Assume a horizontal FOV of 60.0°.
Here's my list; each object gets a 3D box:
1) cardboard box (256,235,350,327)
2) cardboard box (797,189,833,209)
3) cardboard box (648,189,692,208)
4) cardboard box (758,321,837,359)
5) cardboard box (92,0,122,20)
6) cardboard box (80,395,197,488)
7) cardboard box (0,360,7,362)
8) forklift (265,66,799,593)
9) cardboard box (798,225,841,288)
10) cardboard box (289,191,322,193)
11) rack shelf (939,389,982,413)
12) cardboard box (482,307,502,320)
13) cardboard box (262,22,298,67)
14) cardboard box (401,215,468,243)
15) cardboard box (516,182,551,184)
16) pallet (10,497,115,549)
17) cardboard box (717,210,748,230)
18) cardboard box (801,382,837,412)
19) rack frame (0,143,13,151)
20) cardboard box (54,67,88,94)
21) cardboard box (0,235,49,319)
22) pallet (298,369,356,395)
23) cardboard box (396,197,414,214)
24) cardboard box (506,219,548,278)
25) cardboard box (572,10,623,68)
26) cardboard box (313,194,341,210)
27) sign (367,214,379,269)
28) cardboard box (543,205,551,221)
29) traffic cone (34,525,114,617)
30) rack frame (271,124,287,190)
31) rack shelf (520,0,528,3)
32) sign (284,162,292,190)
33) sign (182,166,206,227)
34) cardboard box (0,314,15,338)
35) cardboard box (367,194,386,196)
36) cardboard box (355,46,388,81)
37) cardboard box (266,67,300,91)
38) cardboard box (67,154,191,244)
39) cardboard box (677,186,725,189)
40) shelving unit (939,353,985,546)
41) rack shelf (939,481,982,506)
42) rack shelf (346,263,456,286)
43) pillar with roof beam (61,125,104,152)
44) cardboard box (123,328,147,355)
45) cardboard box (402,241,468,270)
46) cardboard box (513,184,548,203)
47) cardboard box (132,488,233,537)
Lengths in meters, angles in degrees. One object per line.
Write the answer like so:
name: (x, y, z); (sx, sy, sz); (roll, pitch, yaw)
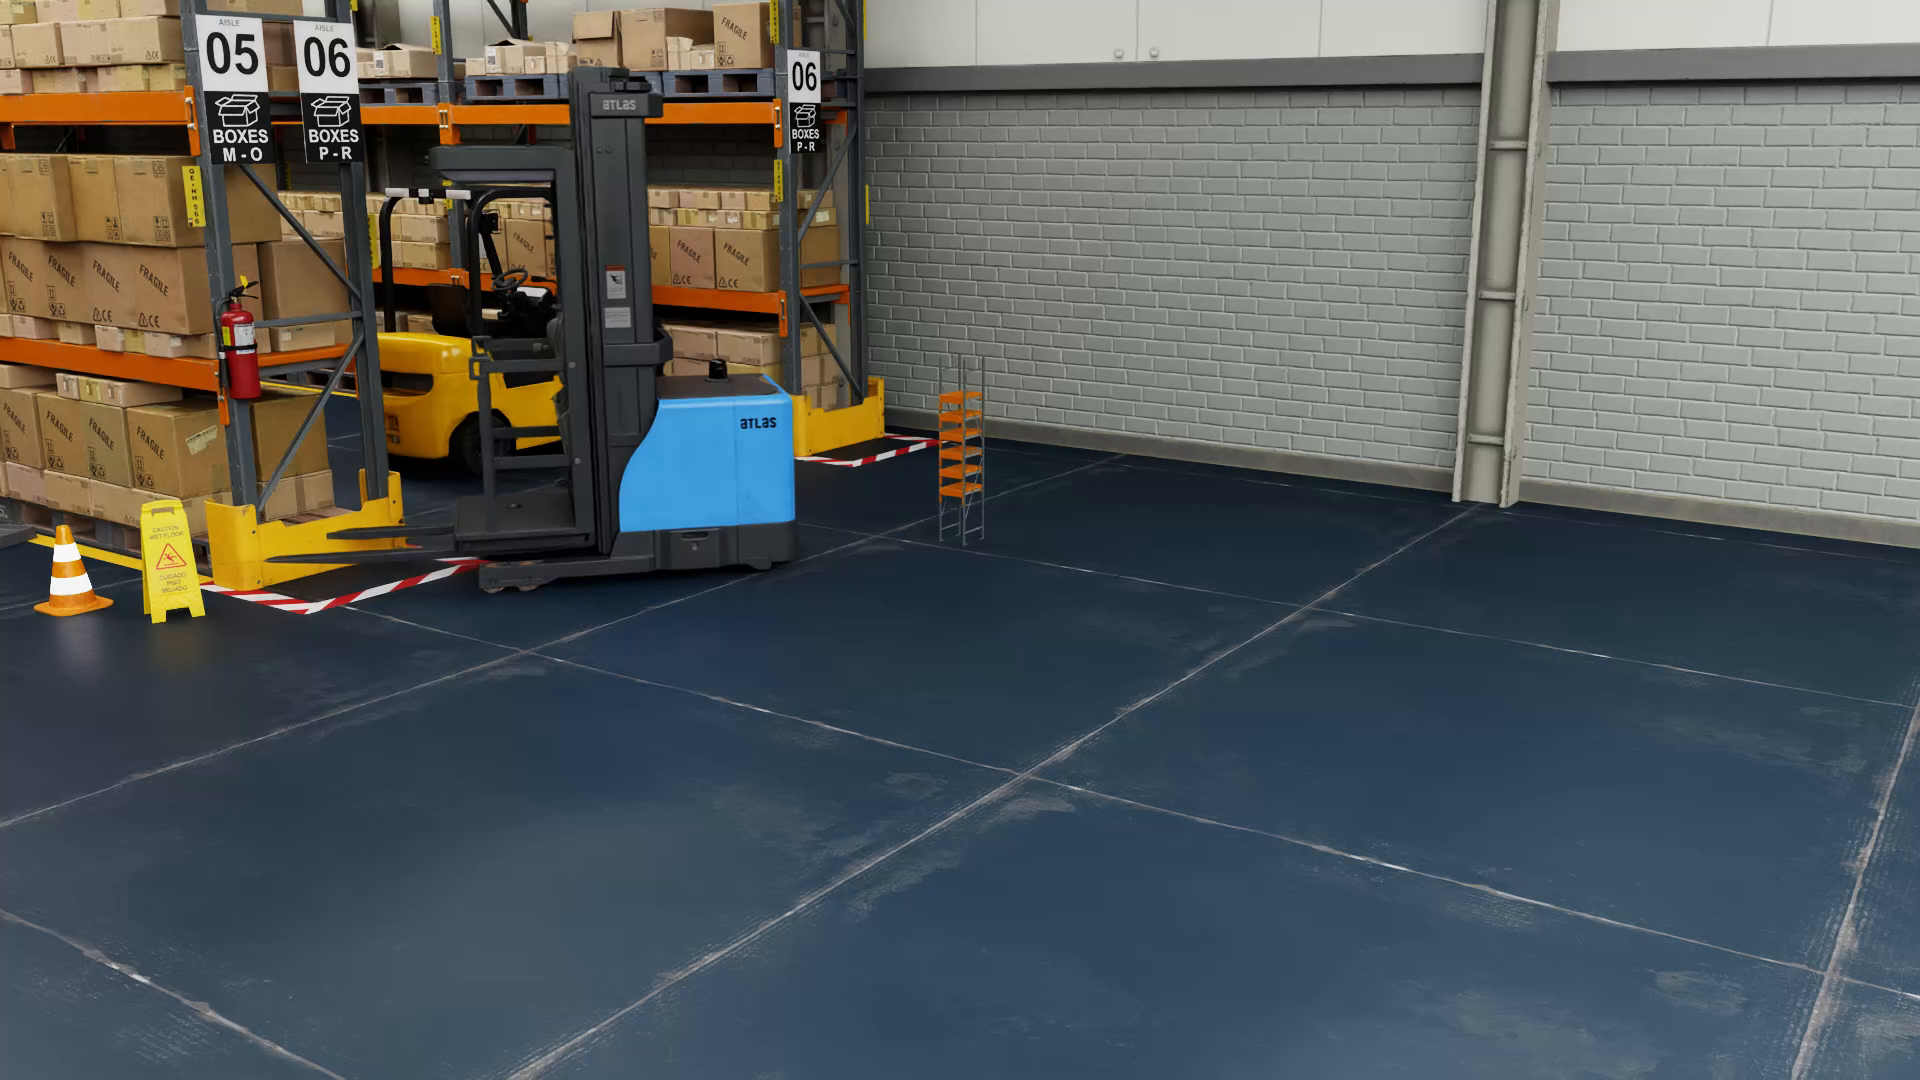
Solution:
cardboard box: (-4.126, -1.595, 10.196); (0.500, 0.500, 0.500); (9, 16, 32)
cardboard box: (-1.280, -2.869, 13.992); (0.250, 0.149, 0.380); (9, 16, 32)
cardboard box: (-2.432, -2.905, 14.137); (0.250, 0.149, 0.380); (10, 17, 34)
cardboard box: (-1.413, -1.730, 14.336); (0.500, 0.250, 0.500); (9, 16, 32)
cardboard box: (-4.747, -3.063, 9.577); (0.250, 0.149, 0.380); (9, 16, 32)
cardboard box: (-5.133, -0.641, 10.458); (0.500, 0.500, 0.500); (10, 17, 35)
cardboard box: (-6.370, -1.137, 11.113); (0.250, 0.149, 0.380); (10, 17, 35)
forklift: (-2.556, -1.258, 9.804); (3.031, 2.935, 1.130); (-4, 14, -15)
cardboard box: (-1.376, -2.444, 14.244); (0.500, 0.500, 0.500); (10, 17, 35)
cardboard box: (-6.915, -3.647, 17.753); (0.250, 0.149, 0.380); (9, 17, 33)
rack shelf: (0.012, -0.887, 10.595); (0.180, 0.103, 0.258); (9, 17, 33)
cardboard box: (-4.213, -2.037, 15.576); (0.500, 0.250, 0.500); (9, 16, 32)
cardboard box: (-4.156, -2.931, 9.873); (0.500, 0.250, 0.500); (9, 16, 32)
cardboard box: (-4.989, -2.994, 15.949); (0.500, 0.250, 0.500); (9, 16, 32)
cardboard box: (-4.006, -3.335, 15.876); (0.250, 0.149, 0.380); (9, 17, 33)
pallet: (-5.613, -0.219, 11.270); (1.213, 0.211, 1.003); (9, 17, 33)
cardboard box: (-1.793, -2.656, 13.751); (0.250, 0.149, 0.380); (9, 17, 34)
cardboard box: (-1.419, -1.247, 14.467); (0.500, 0.250, 0.500); (9, 17, 33)
rack frame: (-7.206, -1.819, 11.931); (0.127, 3.000, 1.000); (9, 17, 33)
cardboard box: (-5.172, -2.750, 9.969); (0.250, 0.149, 0.380); (9, 17, 32)
cardboard box: (-5.728, -1.701, 10.627); (0.500, 0.500, 0.500); (9, 17, 33)
pallet: (-6.089, -1.711, 17.294); (1.213, 0.211, 1.003); (9, 17, 33)
cardboard box: (-5.245, -3.249, 16.147); (0.250, 0.149, 0.380); (9, 17, 33)
cardboard box: (-3.775, -2.680, 15.199); (0.500, 0.500, 0.500); (10, 17, 34)
cardboard box: (-2.882, -4.286, 14.355); (0.637, 0.503, 0.797); (10, 17, 35)
cardboard box: (-6.312, -3.421, 16.844); (0.250, 0.149, 0.380); (9, 17, 33)
sign: (-3.585, -1.811, 10.097); (0.005, 0.325, 0.100); (9, 17, 33)
cardboard box: (-3.494, -2.931, 14.862); (0.250, 0.149, 0.380); (9, 17, 32)
traffic cone: (-4.964, 0.148, 9.262); (0.334, 0.463, 0.336); (9, 17, 33)
rack frame: (-7.758, -3.346, 18.098); (0.127, 3.000, 1.000); (9, 17, 33)
rack shelf: (-2.780, -4.910, 14.261); (4.000, 0.370, 1.077); (9, 17, 33)
sign: (-7.451, -4.019, 18.408); (0.005, 0.325, 0.100); (9, 17, 33)
sign: (-4.214, -1.890, 9.150); (0.005, 0.325, 0.100); (9, 17, 33)
cardboard box: (-6.068, -1.418, 10.831); (0.250, 0.149, 0.380); (9, 17, 33)
cardboard box: (-5.850, -3.477, 17.068); (0.250, 0.149, 0.380); (9, 17, 33)
cardboard box: (-5.813, -4.626, 16.130); (0.500, 0.311, 0.500); (9, 16, 31)
cardboard box: (-3.981, -2.726, 9.875); (0.250, 0.149, 0.380); (9, 17, 33)
cardboard box: (-4.849, -2.056, 9.977); (0.500, 0.500, 0.700); (9, 17, 33)
cardboard box: (-2.297, -3.064, 14.783); (0.250, 0.149, 0.380); (9, 16, 31)
shelving unit: (0.012, -0.580, 10.671); (0.189, 1.200, 0.258); (9, 17, 33)
rack shelf: (0.012, -0.304, 10.740); (0.180, 0.103, 0.258); (9, 17, 33)
rack shelf: (-6.099, -2.729, 17.101); (4.000, 0.370, 1.077); (9, 17, 33)
pillar with roof beam: (-13.555, -6.209, 17.180); (0.400, 9.000, 9.100); (9, 17, 33)
cardboard box: (-4.790, -1.219, 10.028); (0.250, 0.149, 0.380); (9, 16, 32)
cardboard box: (-5.003, -2.752, 16.011); (0.500, 0.250, 0.500); (10, 17, 34)
cardboard box: (-3.856, -3.166, 15.194); (0.250, 0.149, 0.380); (9, 16, 32)
cardboard box: (-4.728, -0.210, 10.278); (0.500, 0.250, 0.500); (9, 17, 33)
